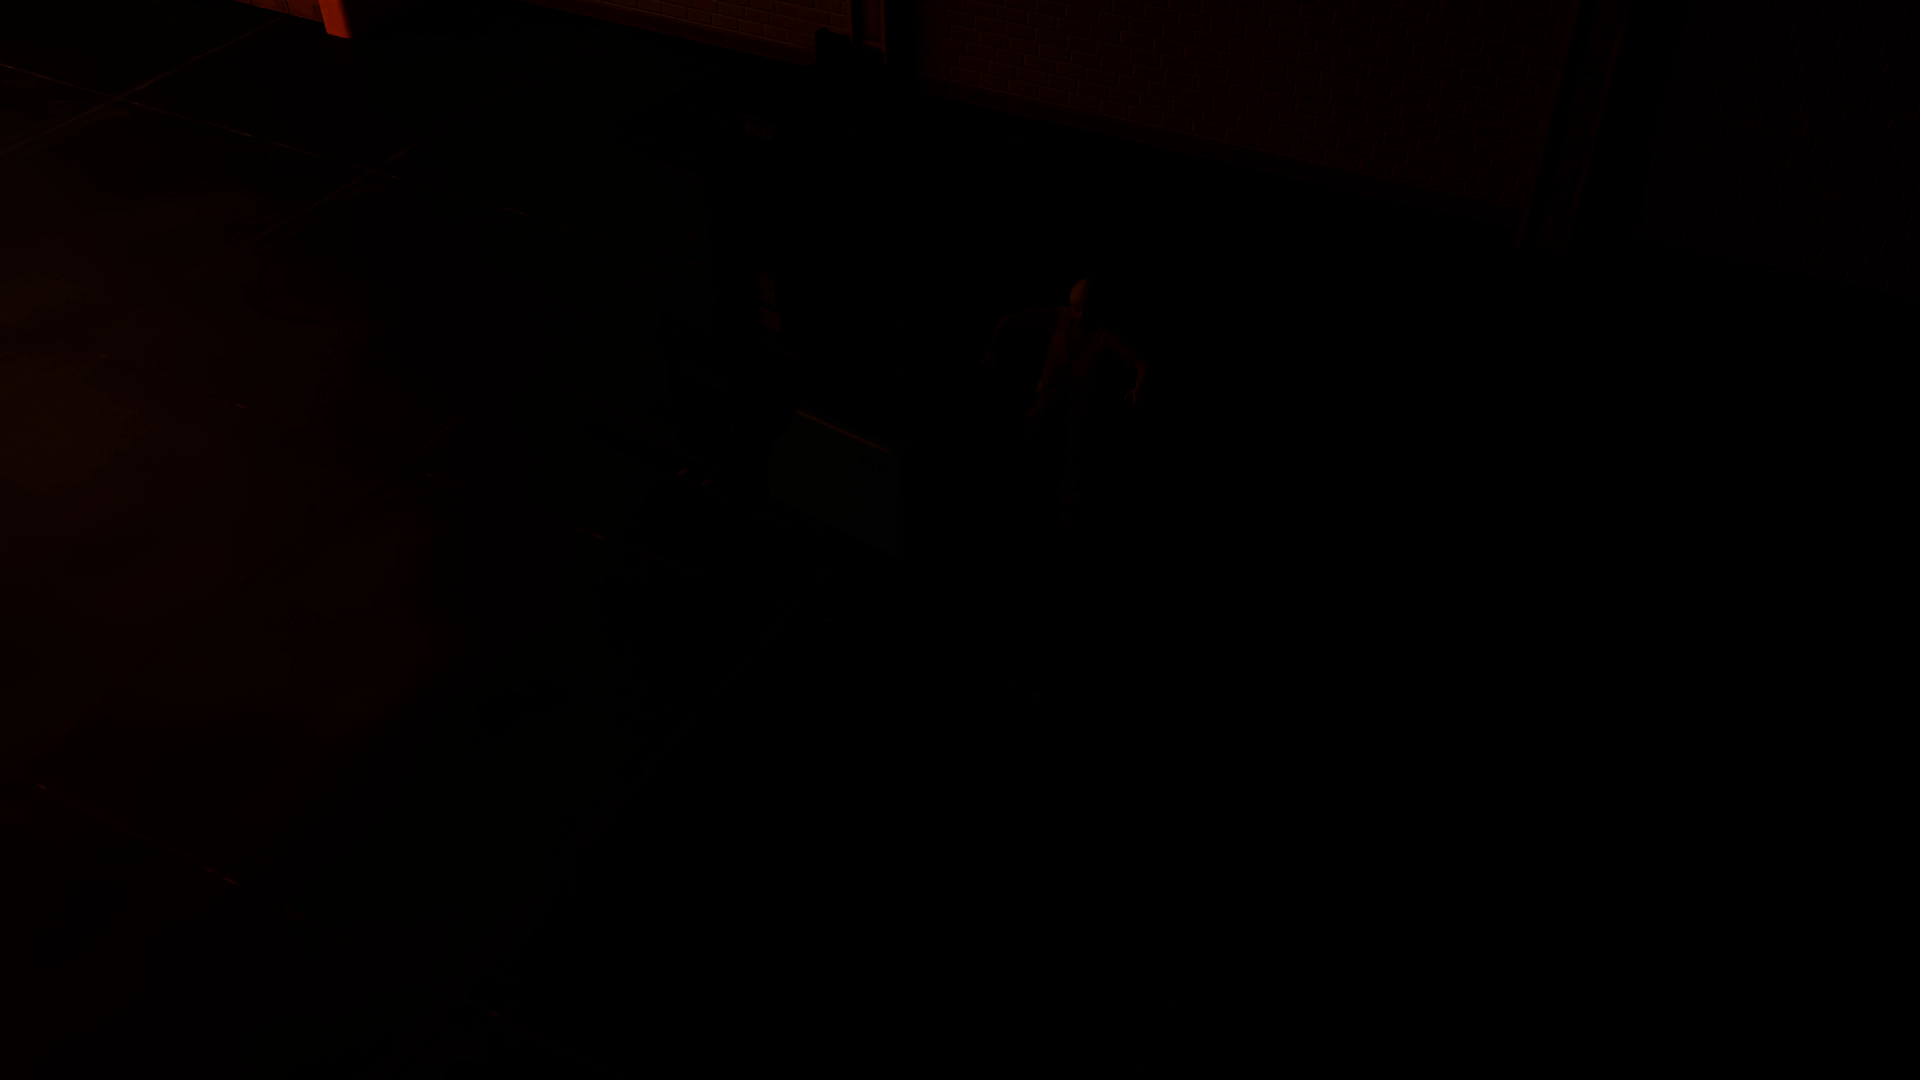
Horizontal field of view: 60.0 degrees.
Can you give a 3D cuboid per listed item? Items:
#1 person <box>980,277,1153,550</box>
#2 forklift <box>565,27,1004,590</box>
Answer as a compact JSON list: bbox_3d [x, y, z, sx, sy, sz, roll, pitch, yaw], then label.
[{"bbox_3d":[0.595,-0.769,9.983,1.070,1.550,0.871,6,40,7],"label":"person"},{"bbox_3d":[-1.224,-1.588,9.872,3.031,2.935,1.130,25,46,27],"label":"forklift"}]
